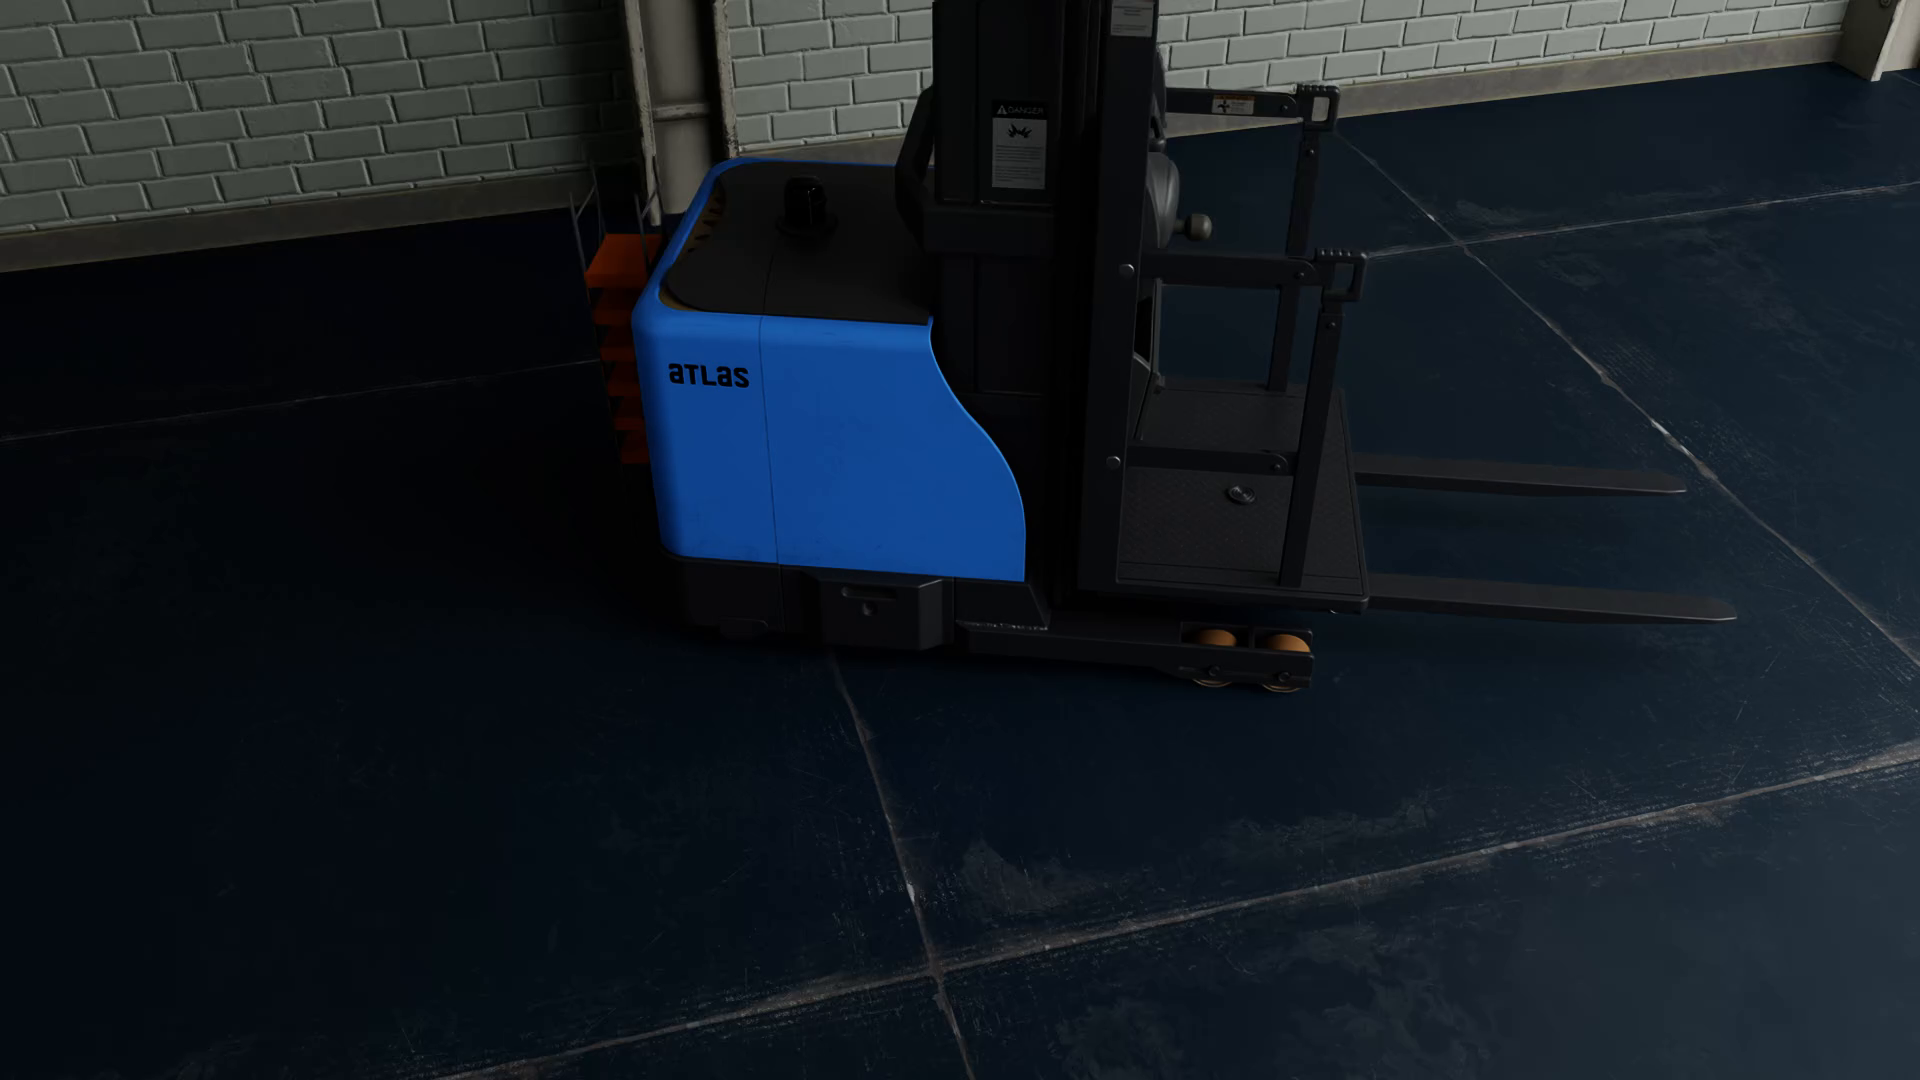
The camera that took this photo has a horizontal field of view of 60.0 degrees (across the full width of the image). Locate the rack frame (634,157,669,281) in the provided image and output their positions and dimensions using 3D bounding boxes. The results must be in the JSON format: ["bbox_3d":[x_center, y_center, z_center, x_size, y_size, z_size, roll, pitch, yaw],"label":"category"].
[{"bbox_3d":[-0.846,-0.527,4.941,0.006,1.200,0.240,1,37,5],"label":"rack frame"}]

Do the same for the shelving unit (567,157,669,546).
[{"bbox_3d":[-0.937,-0.529,4.949,0.189,1.200,0.258,1,37,5],"label":"shelving unit"}]

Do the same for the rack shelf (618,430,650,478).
[{"bbox_3d":[-0.927,-0.303,5.121,0.180,0.103,0.258,1,37,5],"label":"rack shelf"}]

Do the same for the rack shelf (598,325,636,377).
[{"bbox_3d":[-0.940,-0.589,4.903,0.180,0.103,0.258,1,37,5],"label":"rack shelf"}]

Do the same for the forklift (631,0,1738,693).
[{"bbox_3d":[0.687,-1.077,4.246,3.031,2.935,1.130,4,38,5],"label":"forklift"}]

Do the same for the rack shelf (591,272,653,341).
[{"bbox_3d":[-0.944,-0.685,4.831,0.180,0.103,0.258,1,37,5],"label":"rack shelf"}]

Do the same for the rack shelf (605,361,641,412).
[{"bbox_3d":[-0.936,-0.494,4.976,0.180,0.103,0.258,1,37,5],"label":"rack shelf"}]

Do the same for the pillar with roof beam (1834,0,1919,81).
[{"bbox_3d":[5.770,-3.436,2.336,0.400,9.000,9.100,-9,38,-12],"label":"pillar with roof beam"}]

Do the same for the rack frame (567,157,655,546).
[{"bbox_3d":[-1.028,-0.531,4.957,0.006,1.200,0.240,1,37,5],"label":"rack frame"}]

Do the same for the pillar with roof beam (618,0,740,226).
[{"bbox_3d":[-0.023,-2.486,1.093,0.400,9.000,9.100,-9,38,-12],"label":"pillar with roof beam"}]

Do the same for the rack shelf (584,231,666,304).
[{"bbox_3d":[-0.949,-0.780,4.758,0.180,0.103,0.258,1,37,5],"label":"rack shelf"}]

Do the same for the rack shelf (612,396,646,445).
[{"bbox_3d":[-0.931,-0.398,5.048,0.180,0.103,0.258,1,37,5],"label":"rack shelf"}]
